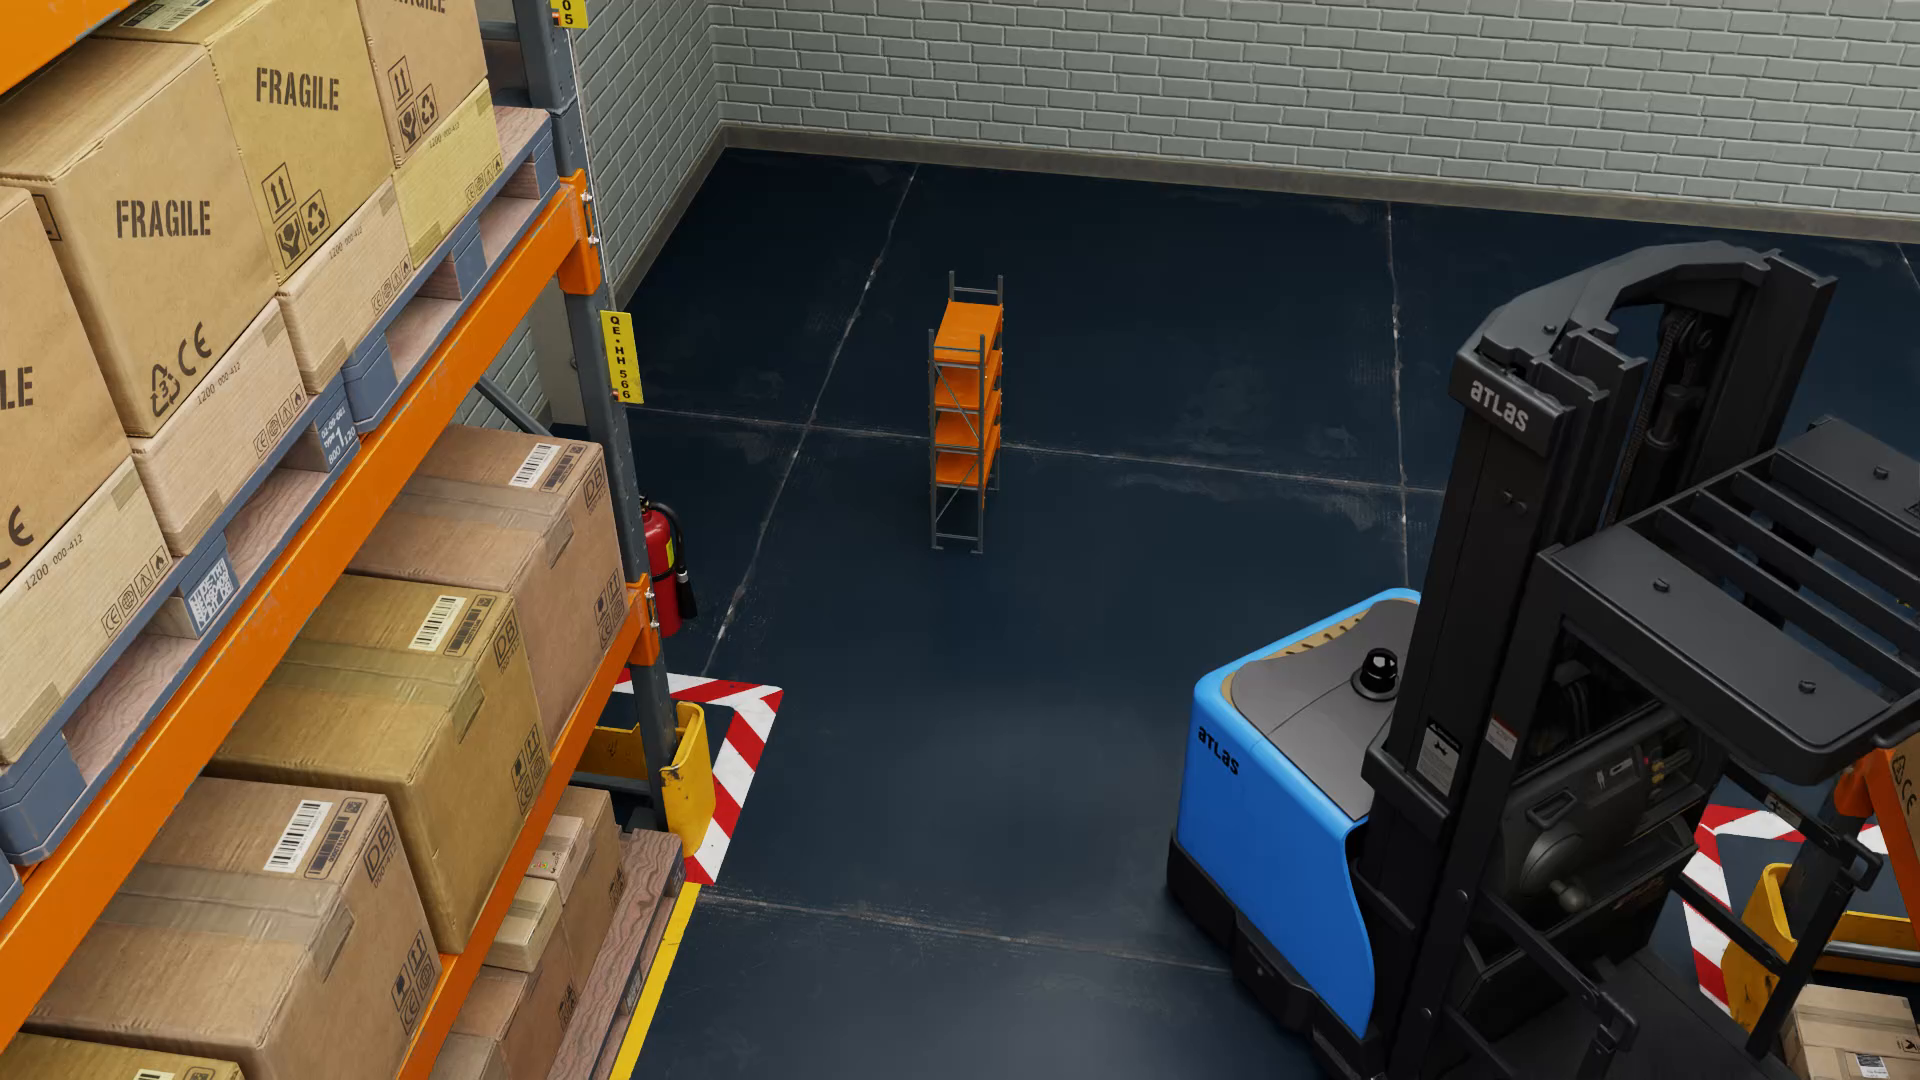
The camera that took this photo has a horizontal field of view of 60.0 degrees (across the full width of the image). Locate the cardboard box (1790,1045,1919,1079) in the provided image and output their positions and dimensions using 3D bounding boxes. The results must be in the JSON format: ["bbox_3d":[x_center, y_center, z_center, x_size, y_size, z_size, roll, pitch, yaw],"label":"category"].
[{"bbox_3d":[2.860,1.762,5.240,0.380,0.166,0.250,6,40,8],"label":"cardboard box"}]

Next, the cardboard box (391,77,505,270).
[{"bbox_3d":[-1.430,-0.896,3.932,0.500,0.250,0.500,8,40,9],"label":"cardboard box"}]

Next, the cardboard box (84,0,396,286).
[{"bbox_3d":[-1.520,-0.871,3.314,0.500,0.500,0.500,8,40,9],"label":"cardboard box"}]

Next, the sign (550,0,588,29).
[{"bbox_3d":[-1.033,-1.484,4.301,0.100,0.325,0.005,6,40,8],"label":"sign"}]

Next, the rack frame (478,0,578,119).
[{"bbox_3d":[-1.565,-2.398,3.685,1.000,3.000,0.127,6,40,8],"label":"rack frame"}]

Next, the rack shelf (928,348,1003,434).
[{"bbox_3d":[0.029,-0.687,7.491,0.258,0.148,0.480,6,40,8],"label":"rack shelf"}]

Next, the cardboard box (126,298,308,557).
[{"bbox_3d":[-1.604,-0.242,3.141,0.500,0.250,0.500,5,40,6],"label":"cardboard box"}]

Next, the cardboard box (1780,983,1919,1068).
[{"bbox_3d":[2.904,1.612,5.435,0.380,0.149,0.250,6,40,8],"label":"cardboard box"}]

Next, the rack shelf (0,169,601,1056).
[{"bbox_3d":[-1.911,0.290,3.352,1.077,0.370,4.000,6,40,8],"label":"rack shelf"}]

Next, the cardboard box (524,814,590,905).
[{"bbox_3d":[-1.430,1.017,5.386,0.380,0.149,0.250,6,40,7],"label":"cardboard box"}]

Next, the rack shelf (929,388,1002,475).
[{"bbox_3d":[0.029,-0.514,7.633,0.258,0.148,0.480,6,40,8],"label":"rack shelf"}]

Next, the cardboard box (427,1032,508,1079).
[{"bbox_3d":[-1.760,1.796,4.953,0.700,0.500,0.500,5,40,6],"label":"cardboard box"}]

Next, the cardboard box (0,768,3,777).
[{"bbox_3d":[-1.776,0.403,2.361,0.500,0.250,0.500,6,40,7],"label":"cardboard box"}]

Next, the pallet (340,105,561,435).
[{"bbox_3d":[-1.683,-0.741,4.105,1.003,0.211,1.213,6,40,8],"label":"pallet"}]

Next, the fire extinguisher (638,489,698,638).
[{"bbox_3d":[-1.084,0.044,5.793,0.296,0.674,0.183,6,40,8],"label":"fire extinguisher"}]

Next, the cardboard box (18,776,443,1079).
[{"bbox_3d":[-1.899,1.055,3.981,0.980,0.700,0.700,5,40,6],"label":"cardboard box"}]

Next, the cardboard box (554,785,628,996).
[{"bbox_3d":[-1.588,1.166,5.715,0.700,0.500,0.500,6,40,8],"label":"cardboard box"}]

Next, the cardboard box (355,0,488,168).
[{"bbox_3d":[-1.423,-1.184,3.692,0.500,0.500,0.500,6,40,8],"label":"cardboard box"}]

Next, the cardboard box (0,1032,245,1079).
[{"bbox_3d":[-2.015,1.513,3.428,0.980,0.700,0.700,5,40,7],"label":"cardboard box"}]

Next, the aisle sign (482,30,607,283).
[{"bbox_3d":[-1.257,-1.100,4.783,0.394,0.787,0.004,6,40,8],"label":"aisle sign"}]

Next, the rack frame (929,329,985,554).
[{"bbox_3d":[-0.014,-0.413,7.405,0.240,1.200,0.015,6,40,8],"label":"rack frame"}]

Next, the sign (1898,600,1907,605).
[{"bbox_3d":[2.780,0.065,4.735,0.100,0.325,0.005,6,40,8],"label":"sign"}]

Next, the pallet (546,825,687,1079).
[{"bbox_3d":[-1.626,1.499,5.868,1.003,0.211,1.213,6,40,8],"label":"pallet"}]

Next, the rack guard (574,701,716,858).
[{"bbox_3d":[-1.561,0.862,6.411,1.175,0.500,0.348,6,40,8],"label":"rack guard"}]

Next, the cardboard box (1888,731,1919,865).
[{"bbox_3d":[2.978,0.669,4.605,0.500,0.500,0.500,7,40,9],"label":"cardboard box"}]

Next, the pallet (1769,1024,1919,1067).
[{"bbox_3d":[3.164,2.081,5.165,1.003,0.211,1.213,6,40,8],"label":"pallet"}]

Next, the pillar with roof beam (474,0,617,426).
[{"bbox_3d":[2.290,-3.713,5.276,9.100,9.000,0.400,6,40,8],"label":"pillar with roof beam"}]

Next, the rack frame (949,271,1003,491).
[{"bbox_3d":[0.071,-0.719,7.775,0.240,1.200,0.015,6,40,8],"label":"rack frame"}]

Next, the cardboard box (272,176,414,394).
[{"bbox_3d":[-1.519,-0.569,3.536,0.500,0.250,0.500,5,40,6],"label":"cardboard box"}]

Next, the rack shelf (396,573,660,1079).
[{"bbox_3d":[-1.911,1.447,4.308,1.077,0.370,4.000,6,40,8],"label":"rack shelf"}]

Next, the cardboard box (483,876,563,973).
[{"bbox_3d":[-1.474,1.177,5.192,0.380,0.149,0.250,7,40,9],"label":"cardboard box"}]

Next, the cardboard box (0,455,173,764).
[{"bbox_3d":[-1.694,0.080,2.751,0.500,0.250,0.500,5,40,6],"label":"cardboard box"}]

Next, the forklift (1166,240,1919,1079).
[{"bbox_3d":[1.974,0.806,4.572,1.130,2.935,3.031,-22,44,-24],"label":"forklift"}]

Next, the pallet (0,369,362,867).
[{"bbox_3d":[-1.892,0.027,3.176,1.003,0.211,1.213,6,40,8],"label":"pallet"}]

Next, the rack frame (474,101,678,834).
[{"bbox_3d":[-1.565,-0.086,5.597,1.000,3.000,0.127,6,40,8],"label":"rack frame"}]

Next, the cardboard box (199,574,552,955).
[{"bbox_3d":[-1.758,0.578,4.559,0.980,0.700,0.700,6,40,7],"label":"cardboard box"}]

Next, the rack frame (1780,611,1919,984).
[{"bbox_3d":[3.315,0.458,4.939,1.000,3.000,0.127,6,40,8],"label":"rack frame"}]

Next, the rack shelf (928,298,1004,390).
[{"bbox_3d":[0.029,-0.869,7.340,0.258,0.148,0.480,6,40,8],"label":"rack shelf"}]

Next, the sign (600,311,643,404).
[{"bbox_3d":[-1.033,-0.555,5.069,0.100,0.325,0.005,6,40,8],"label":"sign"}]

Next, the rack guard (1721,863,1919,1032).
[{"bbox_3d":[3.301,1.469,5.678,1.175,0.500,0.348,6,40,8],"label":"rack guard"}]

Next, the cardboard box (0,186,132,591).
[{"bbox_3d":[-1.695,-0.214,2.518,0.500,0.500,0.500,7,40,8],"label":"cardboard box"}]

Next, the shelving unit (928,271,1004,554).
[{"bbox_3d":[0.029,-0.566,7.590,0.258,1.200,0.503,6,40,8],"label":"shelving unit"}]

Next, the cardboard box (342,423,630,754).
[{"bbox_3d":[-1.643,0.120,5.113,0.980,0.700,0.700,8,40,10],"label":"cardboard box"}]

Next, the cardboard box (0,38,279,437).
[{"bbox_3d":[-1.602,-0.543,2.917,0.500,0.500,0.500,5,40,6],"label":"cardboard box"}]

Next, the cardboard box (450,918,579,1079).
[{"bbox_3d":[-1.674,1.480,5.335,0.700,0.500,0.500,6,40,8],"label":"cardboard box"}]

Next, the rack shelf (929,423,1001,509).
[{"bbox_3d":[0.029,-0.361,7.760,0.258,0.148,0.480,6,40,8],"label":"rack shelf"}]

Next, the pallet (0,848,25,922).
[{"bbox_3d":[-2.105,0.790,2.252,1.003,0.211,1.213,6,40,8],"label":"pallet"}]

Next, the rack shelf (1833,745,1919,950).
[{"bbox_3d":[2.969,1.990,3.650,1.077,0.370,4.000,6,40,8],"label":"rack shelf"}]
